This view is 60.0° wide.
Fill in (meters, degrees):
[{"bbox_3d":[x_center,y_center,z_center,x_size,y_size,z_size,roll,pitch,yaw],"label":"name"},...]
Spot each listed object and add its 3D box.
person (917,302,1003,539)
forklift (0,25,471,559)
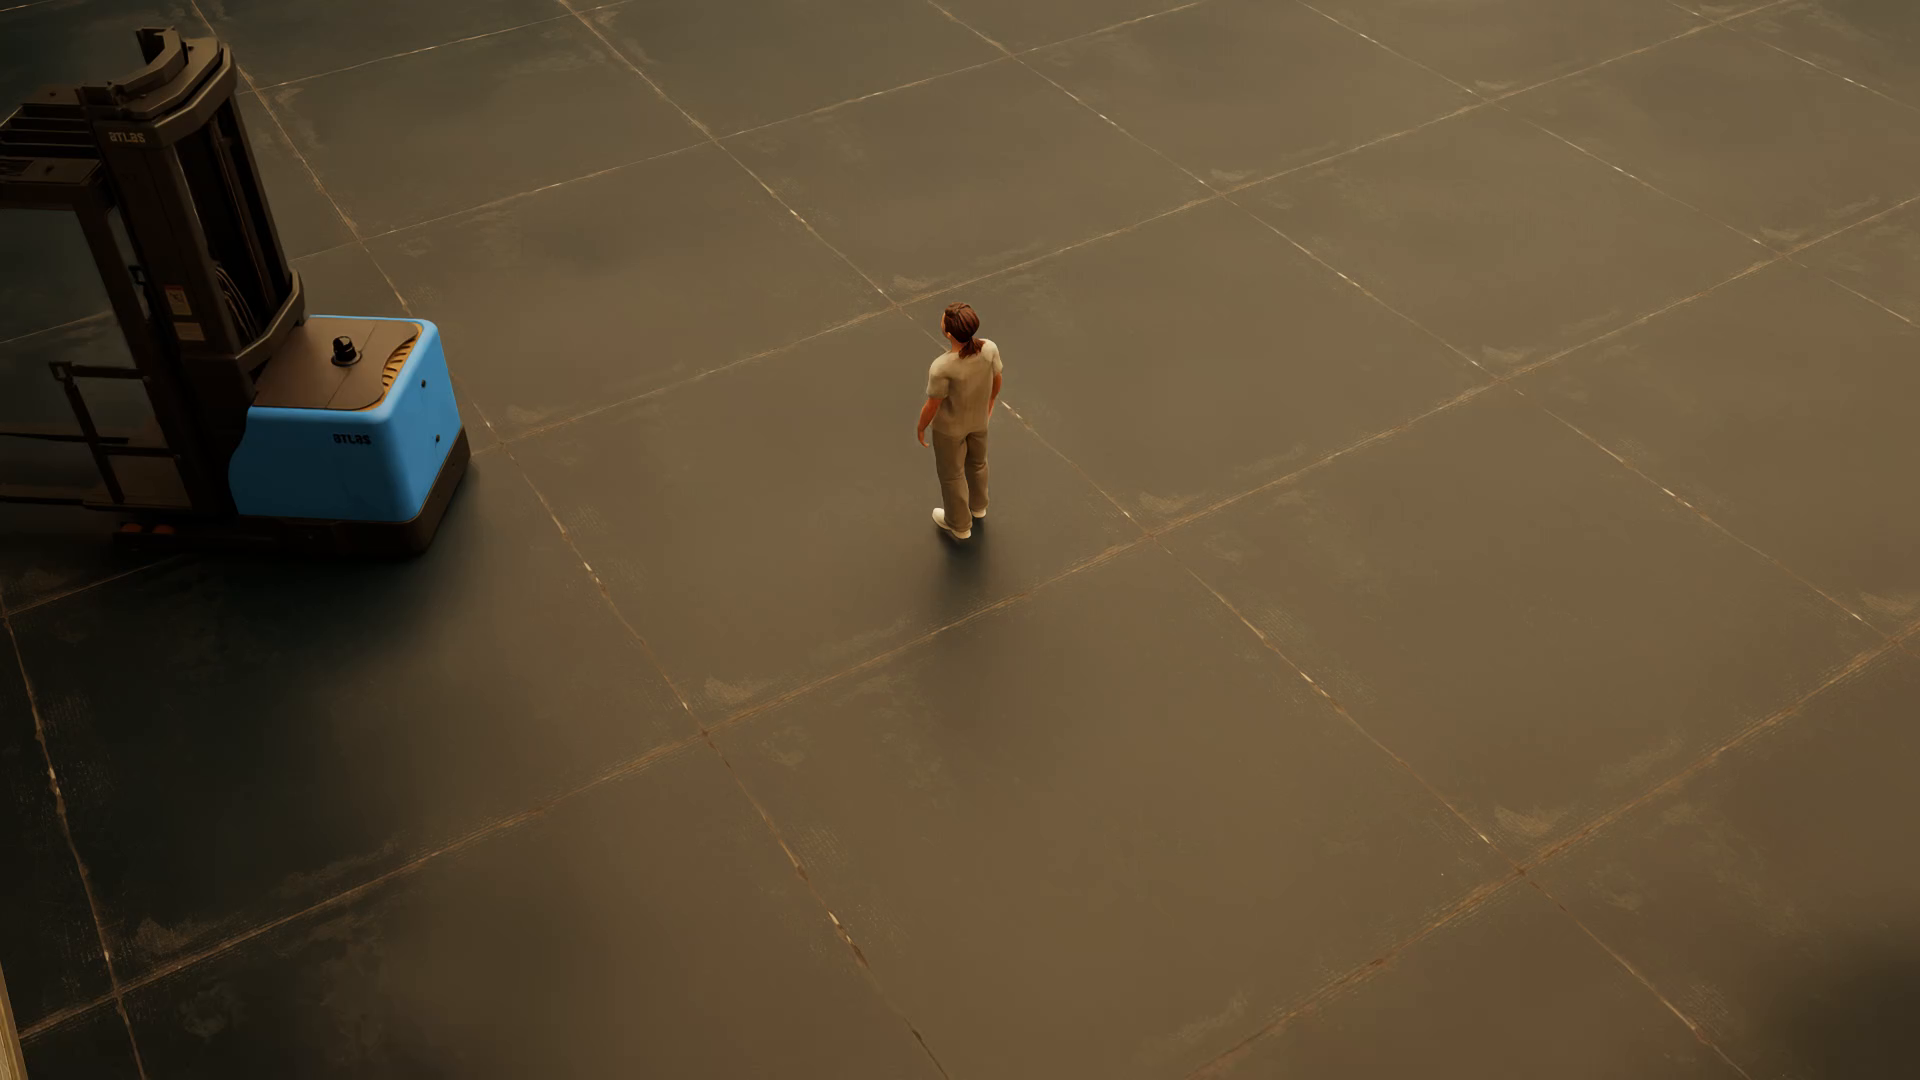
[{"bbox_3d":[-0.028,-0.712,9.567,0.549,1.675,0.549,-23,46,-24],"label":"person"},{"bbox_3d":[-4.661,-1.376,9.445,3.031,2.935,1.130,3,41,3],"label":"forklift"}]
